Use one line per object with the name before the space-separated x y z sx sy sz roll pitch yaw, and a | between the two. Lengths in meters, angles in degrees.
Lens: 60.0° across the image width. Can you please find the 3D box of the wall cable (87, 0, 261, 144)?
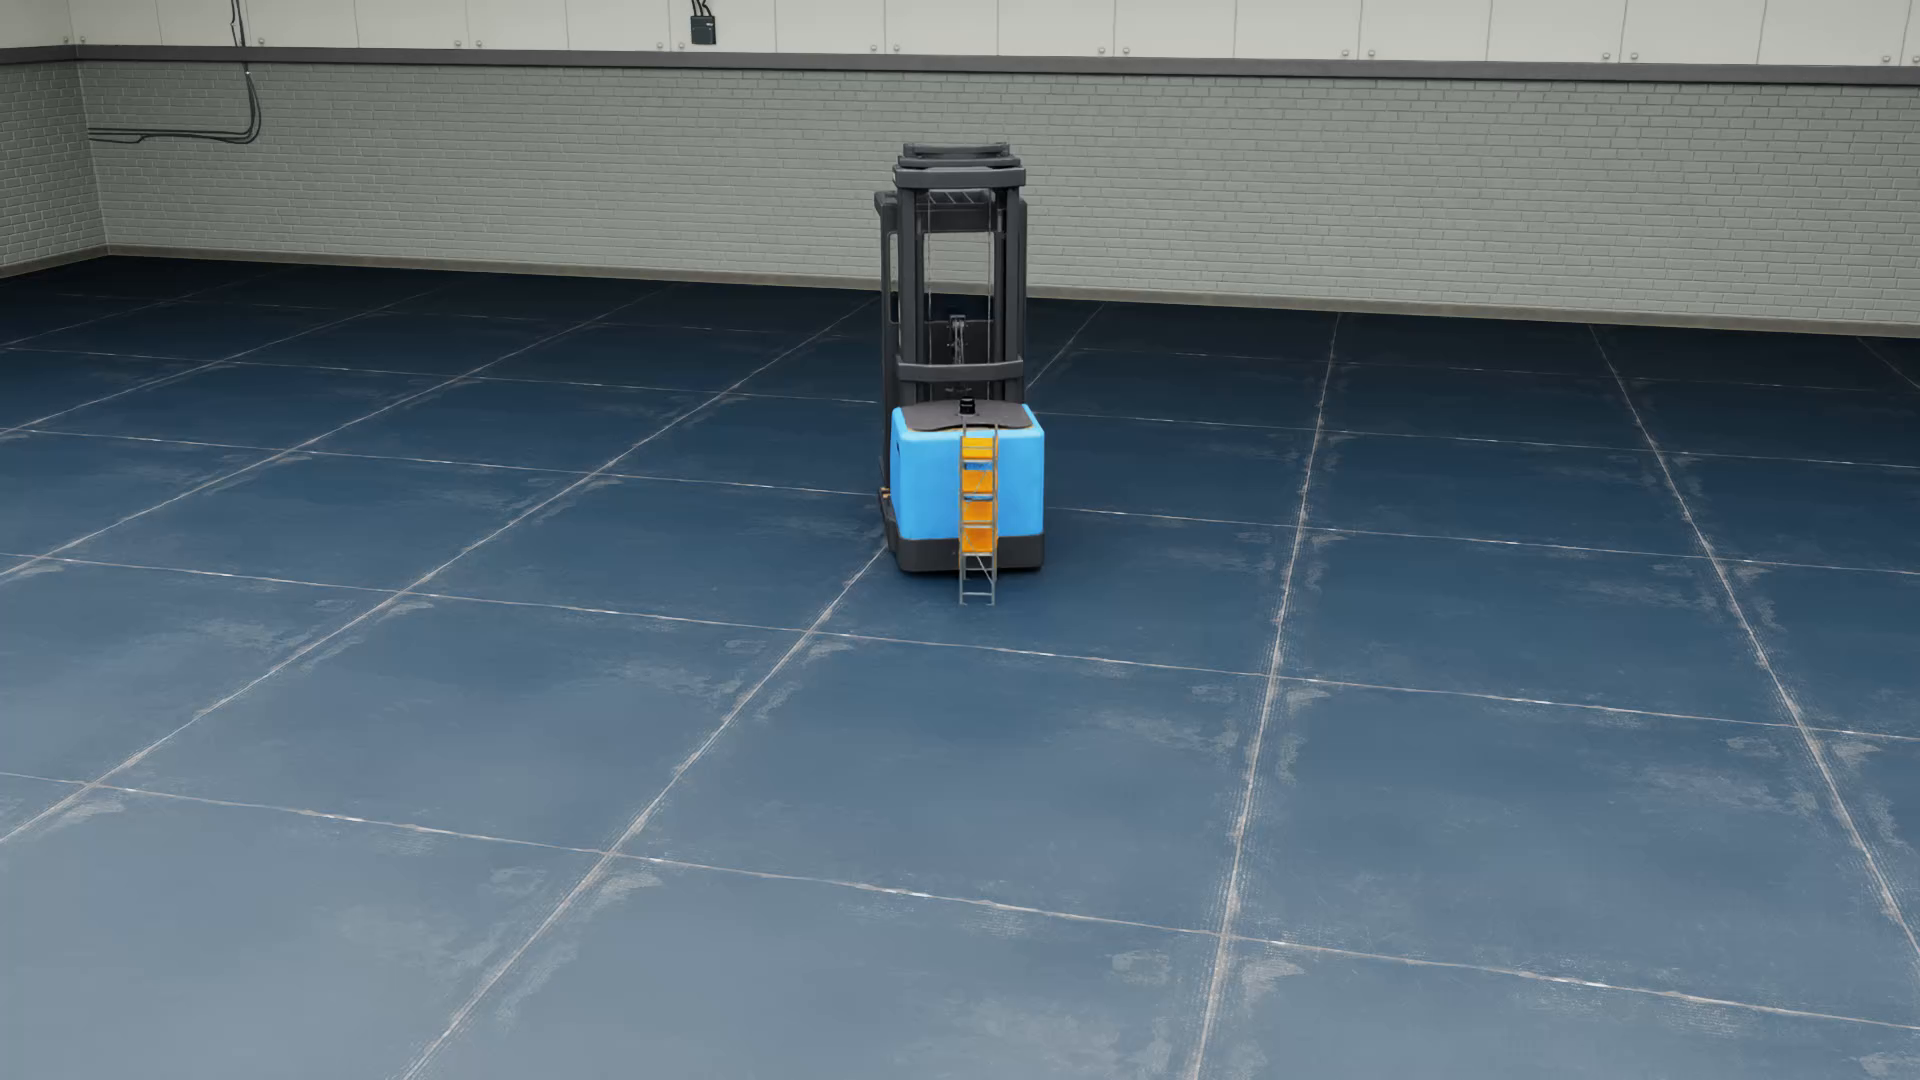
wall cable | -11.645 -7.037 24.172 3.097 2.526 0.112 5 19 13

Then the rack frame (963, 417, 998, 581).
rack frame | 0.141 -0.279 11.648 0.240 1.200 0.015 1 19 3

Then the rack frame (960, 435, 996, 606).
rack frame | 0.118 -0.121 11.187 0.240 1.200 0.015 1 19 3

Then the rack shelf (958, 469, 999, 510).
rack shelf | 0.129 -0.348 11.367 0.258 0.148 0.480 1 19 3

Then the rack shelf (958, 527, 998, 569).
rack shelf | 0.129 0.051 11.503 0.258 0.148 0.480 1 19 3

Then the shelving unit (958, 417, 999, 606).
shelving unit | 0.129 -0.200 11.418 0.258 1.200 0.503 1 19 3

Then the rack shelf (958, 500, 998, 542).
rack shelf | 0.129 -0.137 11.439 0.258 0.148 0.480 1 19 3

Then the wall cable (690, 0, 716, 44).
wall cable | -2.443 -9.361 20.911 2.305 6.003 0.169 5 19 13

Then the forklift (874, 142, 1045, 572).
forklift | -0.074 -1.595 12.822 1.130 2.935 3.031 -2 19 -6

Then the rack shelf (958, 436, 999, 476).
rack shelf | 0.129 -0.572 11.290 0.258 0.148 0.480 1 19 3
